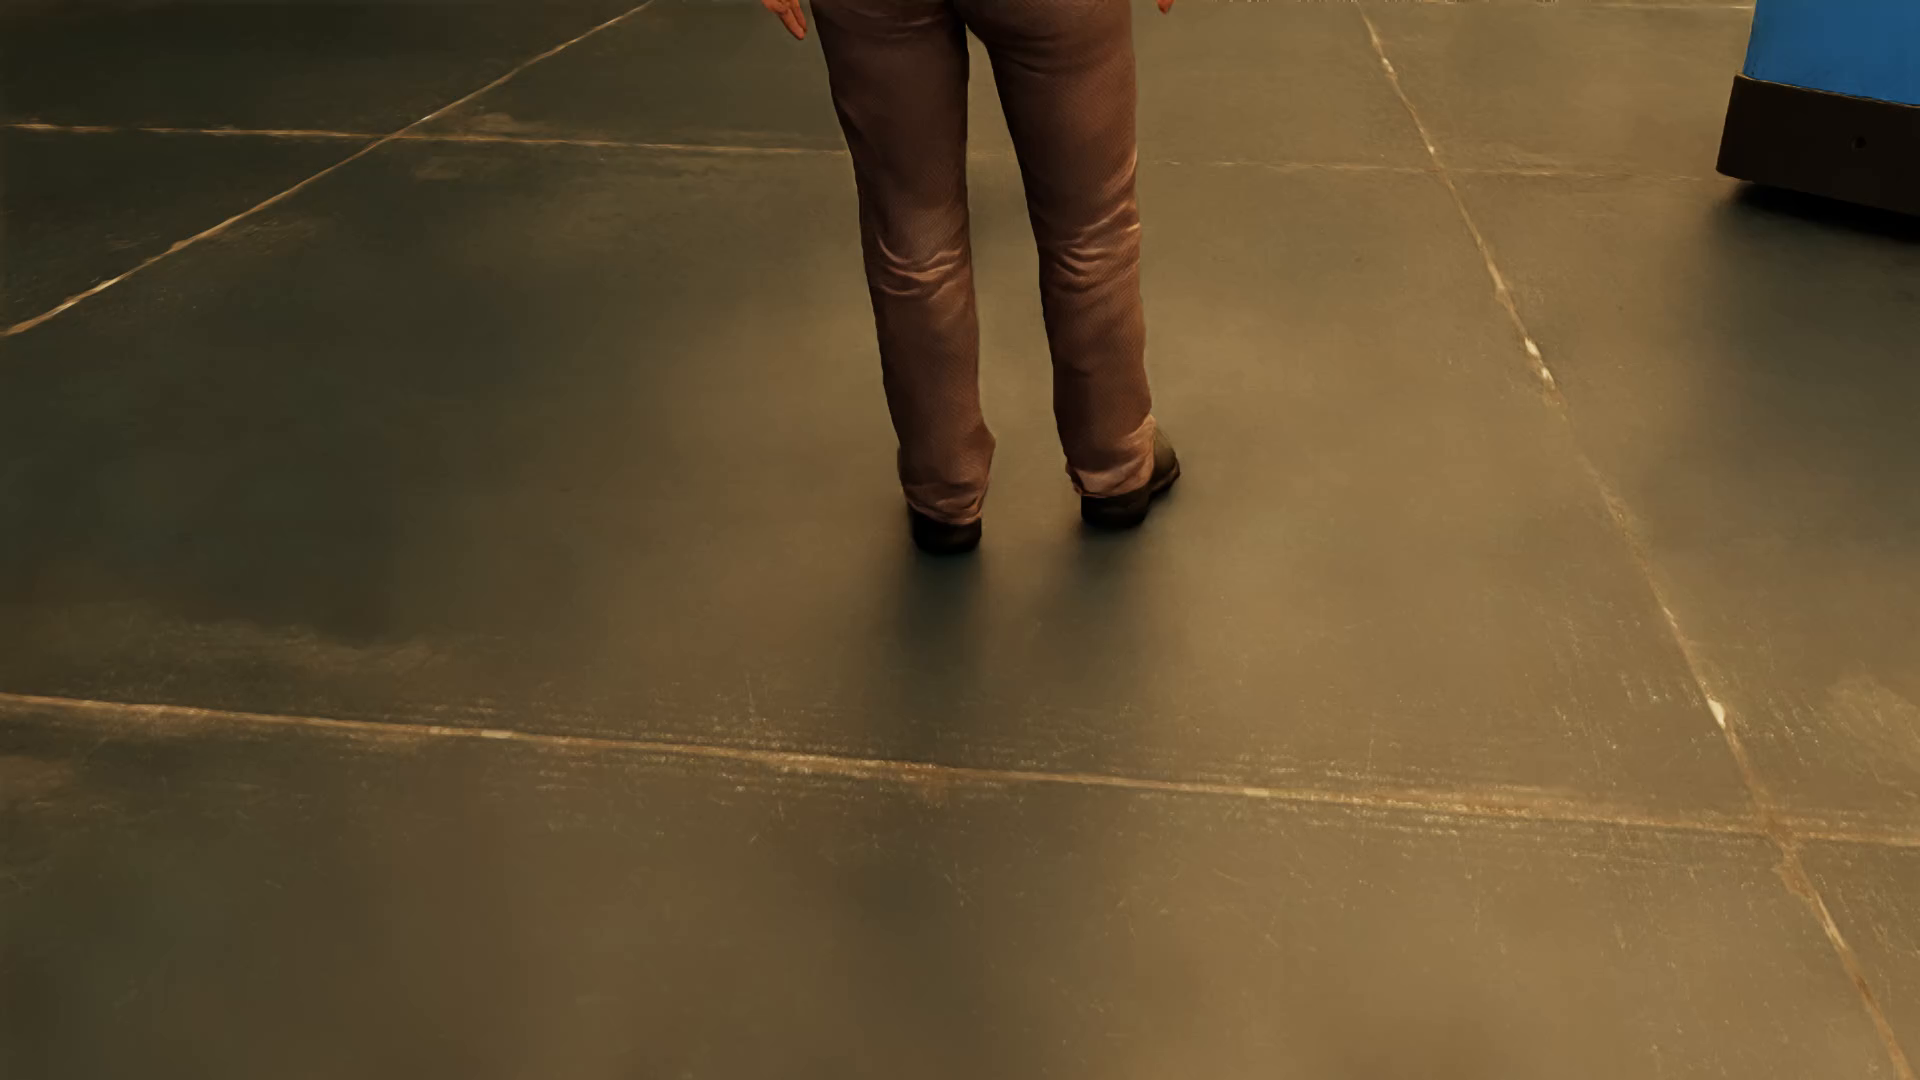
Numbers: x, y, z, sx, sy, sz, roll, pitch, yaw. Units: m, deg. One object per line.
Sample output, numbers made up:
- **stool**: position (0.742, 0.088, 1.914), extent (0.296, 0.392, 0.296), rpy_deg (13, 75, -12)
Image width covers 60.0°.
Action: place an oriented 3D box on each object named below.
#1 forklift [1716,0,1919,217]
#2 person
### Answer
- **forklift**: position (3.394, -2.411, 4.049), extent (3.031, 2.935, 1.130), rpy_deg (-19, 32, -33)
- **person**: position (0.016, -0.804, 2.167), extent (0.632, 1.720, 0.567), rpy_deg (3, 27, 7)
